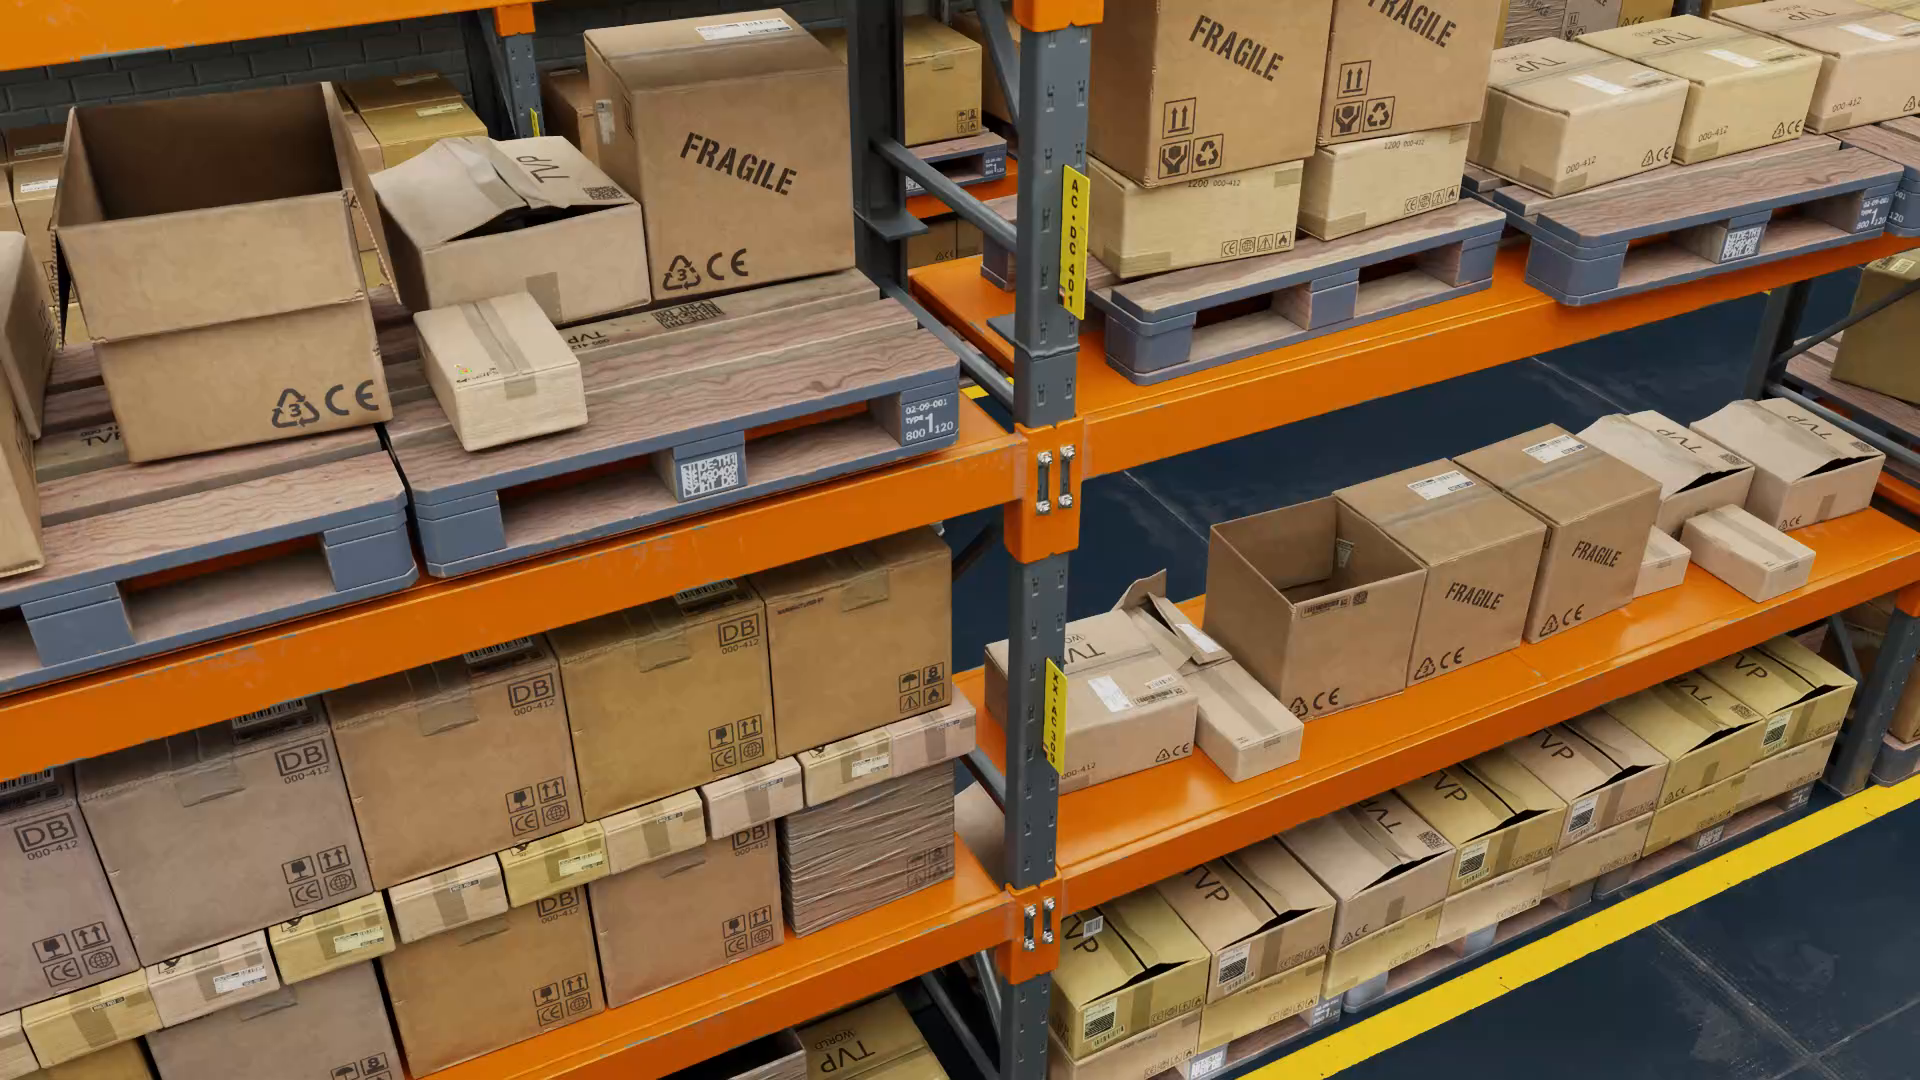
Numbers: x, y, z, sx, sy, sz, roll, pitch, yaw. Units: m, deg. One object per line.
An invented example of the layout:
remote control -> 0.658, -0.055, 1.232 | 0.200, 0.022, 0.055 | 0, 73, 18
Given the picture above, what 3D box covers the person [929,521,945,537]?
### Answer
person -> -0.379, -0.388, 8.630 | 0.520, 0.796, 0.910 | -17, 37, -24
